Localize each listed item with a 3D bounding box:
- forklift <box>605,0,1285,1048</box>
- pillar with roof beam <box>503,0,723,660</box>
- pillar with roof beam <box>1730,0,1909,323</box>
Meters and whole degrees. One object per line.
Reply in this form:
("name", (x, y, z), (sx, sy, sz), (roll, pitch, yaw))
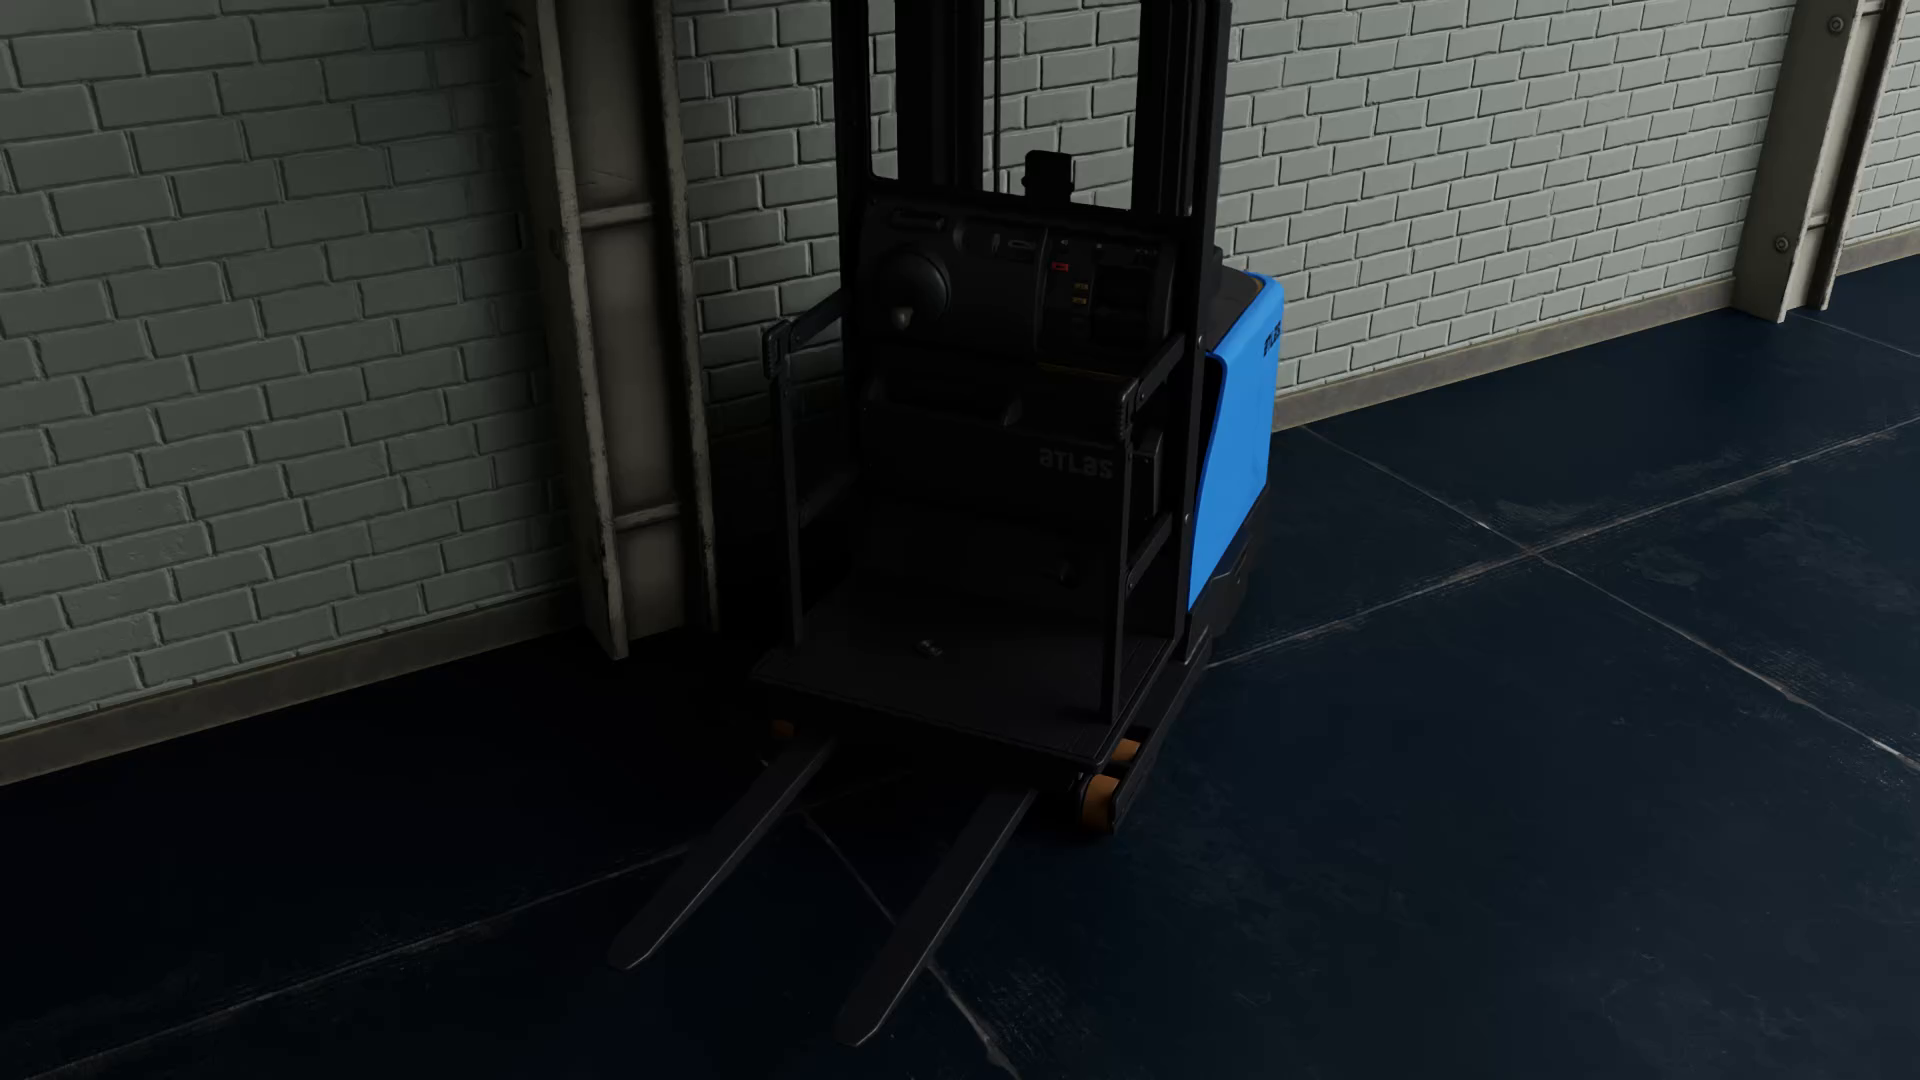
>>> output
("forklift", (0.064, -0.685, 4.458), (1.130, 2.935, 3.031), (12, 31, 20))
("pillar with roof beam", (1.122, -1.858, 0.303), (0.400, 9.000, 9.100), (-16, 33, -26))
("pillar with roof beam", (6.295, -3.326, 2.964), (0.400, 9.000, 9.100), (-16, 33, -26))
